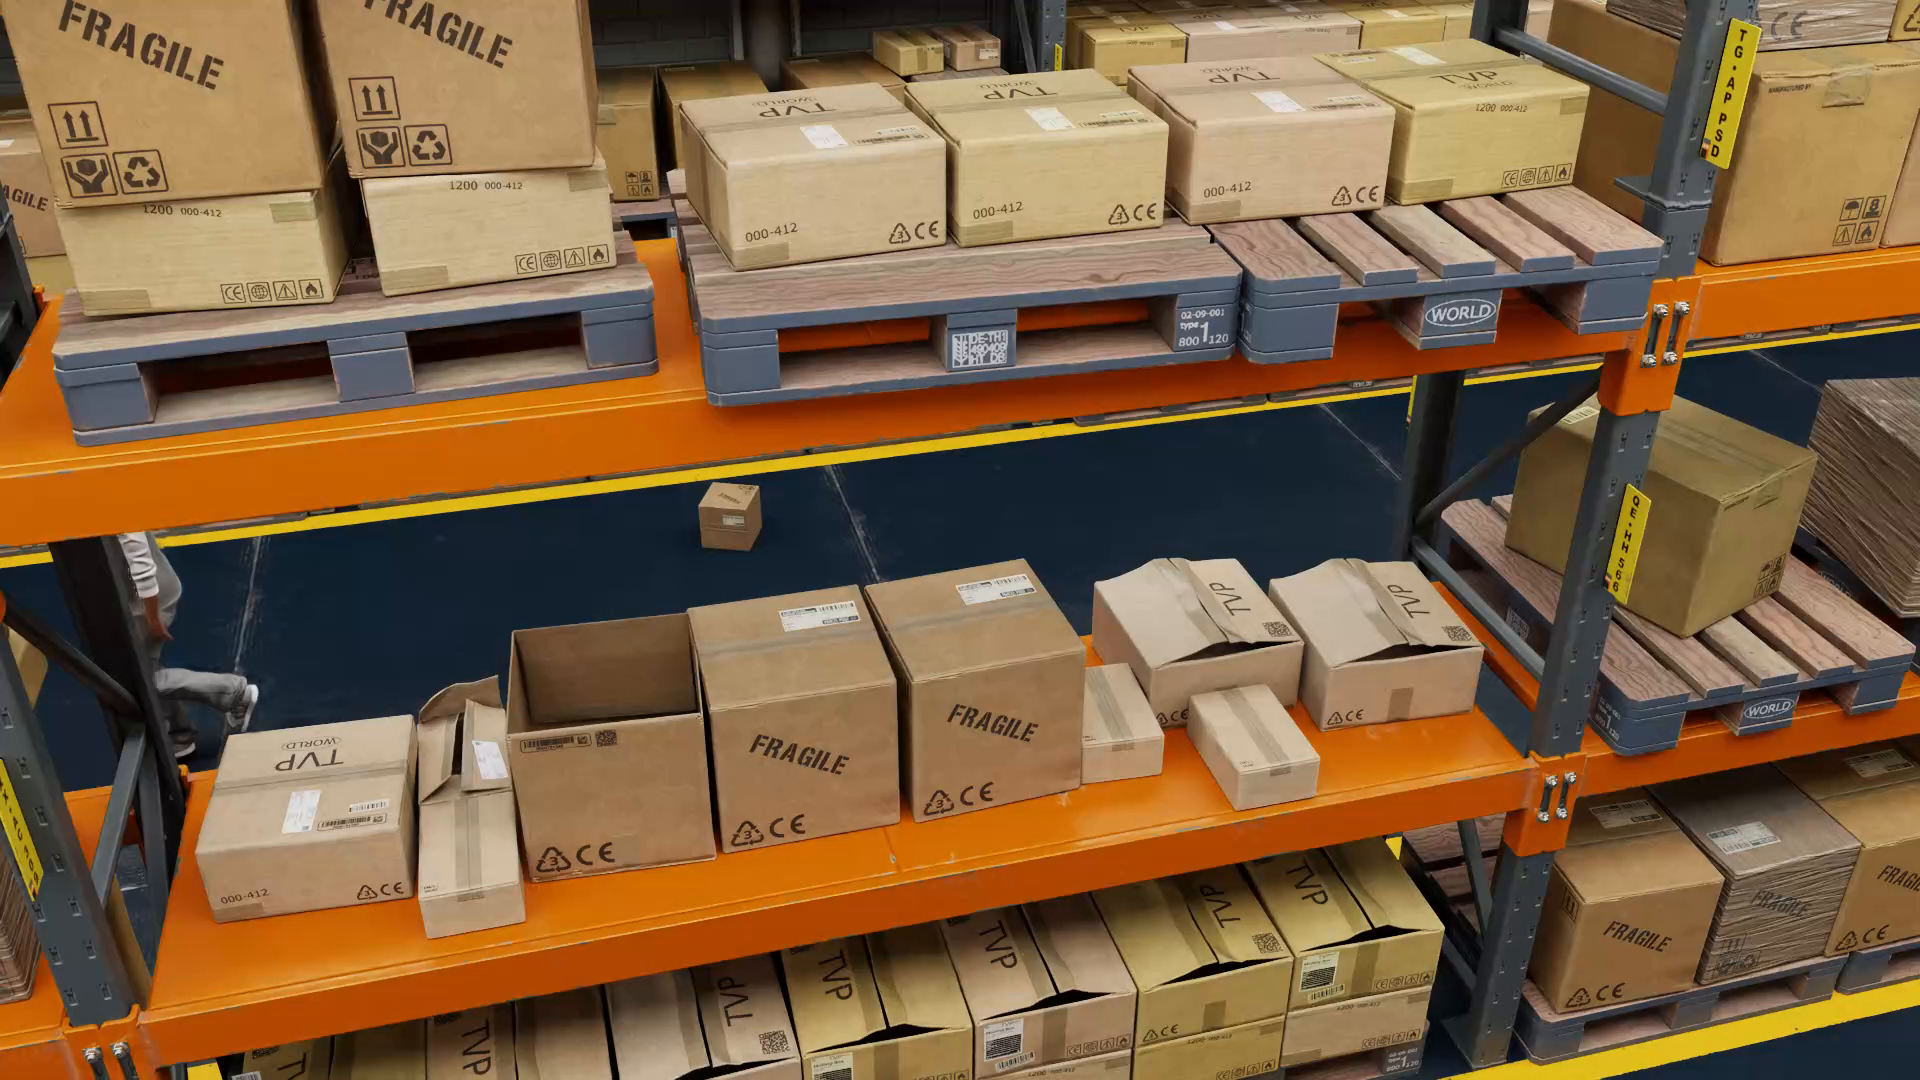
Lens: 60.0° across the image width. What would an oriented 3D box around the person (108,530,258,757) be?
[{"bbox_3d":[-3.200,0.222,6.601,0.553,1.586,0.431,-18,35,-28],"label":"person"}]
